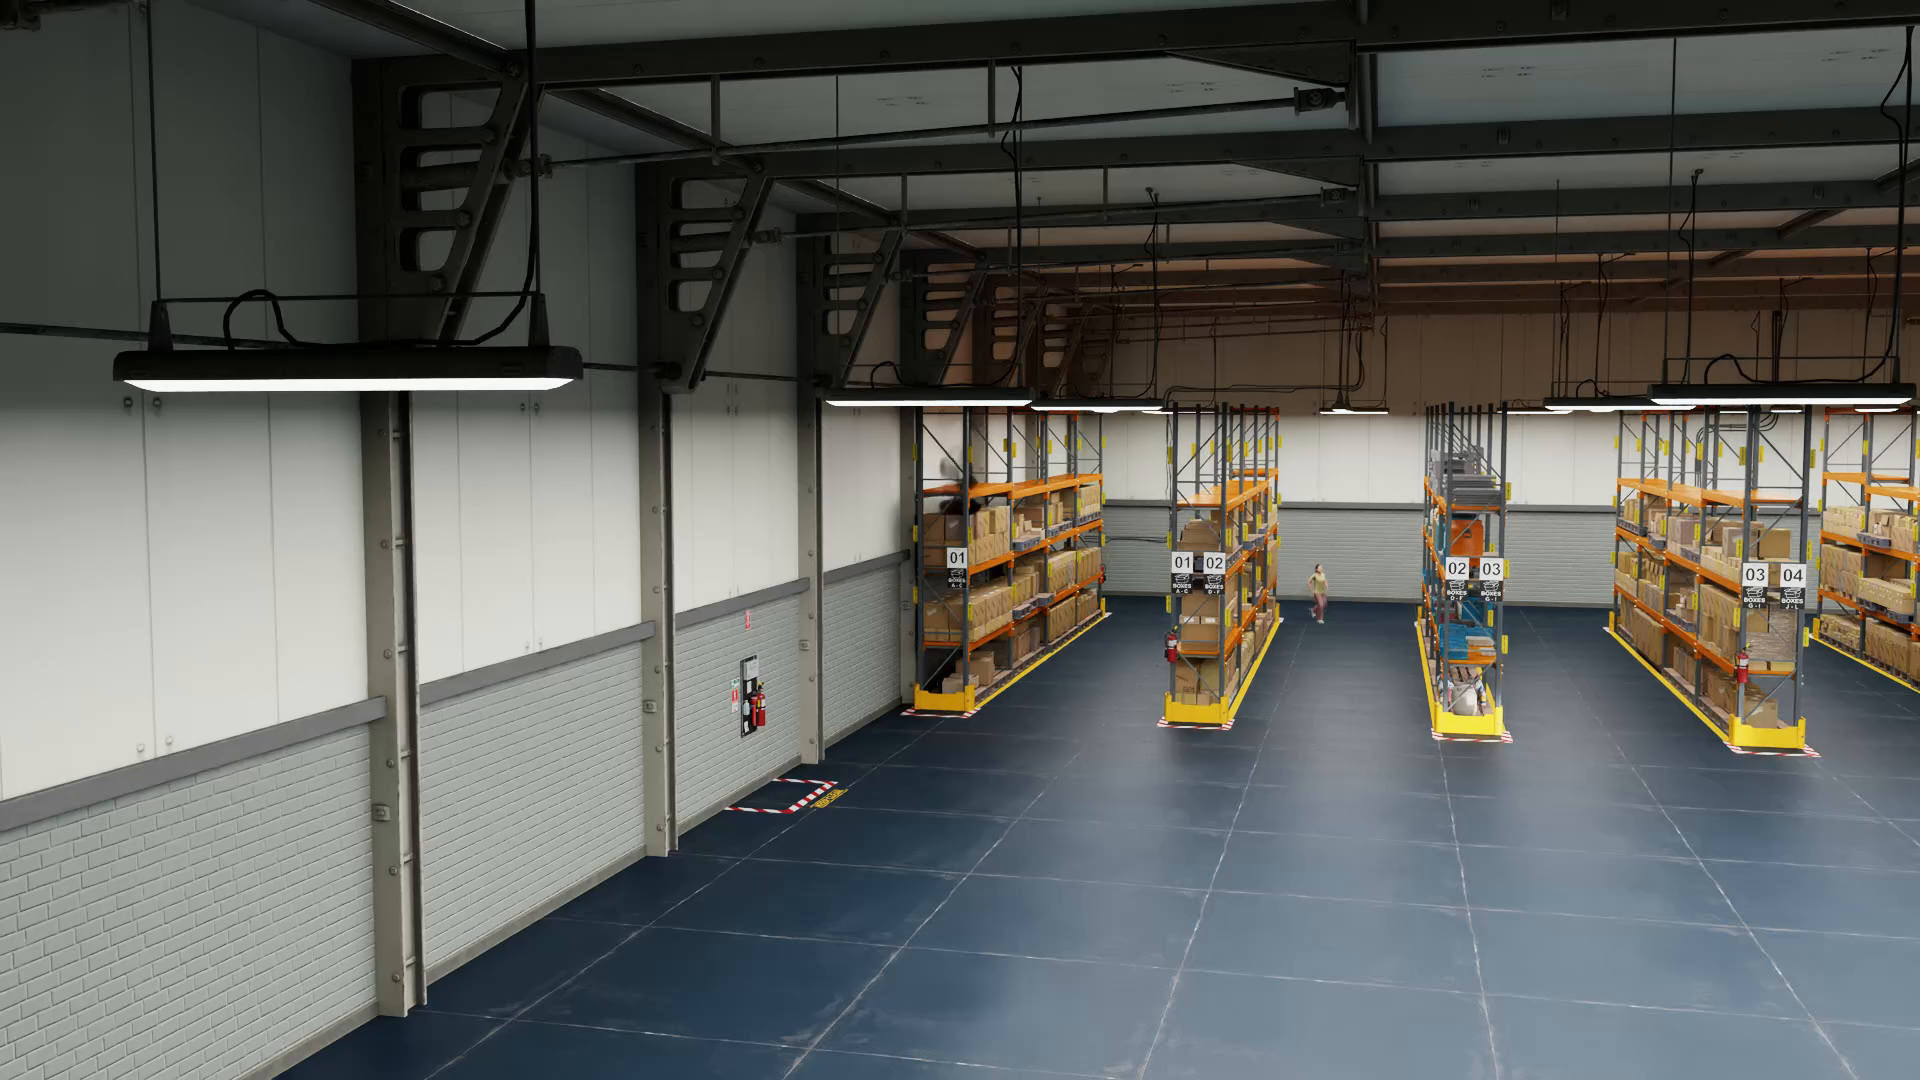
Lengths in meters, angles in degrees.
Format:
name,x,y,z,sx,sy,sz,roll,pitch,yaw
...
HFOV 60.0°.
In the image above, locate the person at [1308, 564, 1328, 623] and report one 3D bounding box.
name,x,y,z,sx,sy,sz,roll,pitch,yaw
person,10.001,1.491,46.433,0.614,1.644,0.594,-2,5,-28
